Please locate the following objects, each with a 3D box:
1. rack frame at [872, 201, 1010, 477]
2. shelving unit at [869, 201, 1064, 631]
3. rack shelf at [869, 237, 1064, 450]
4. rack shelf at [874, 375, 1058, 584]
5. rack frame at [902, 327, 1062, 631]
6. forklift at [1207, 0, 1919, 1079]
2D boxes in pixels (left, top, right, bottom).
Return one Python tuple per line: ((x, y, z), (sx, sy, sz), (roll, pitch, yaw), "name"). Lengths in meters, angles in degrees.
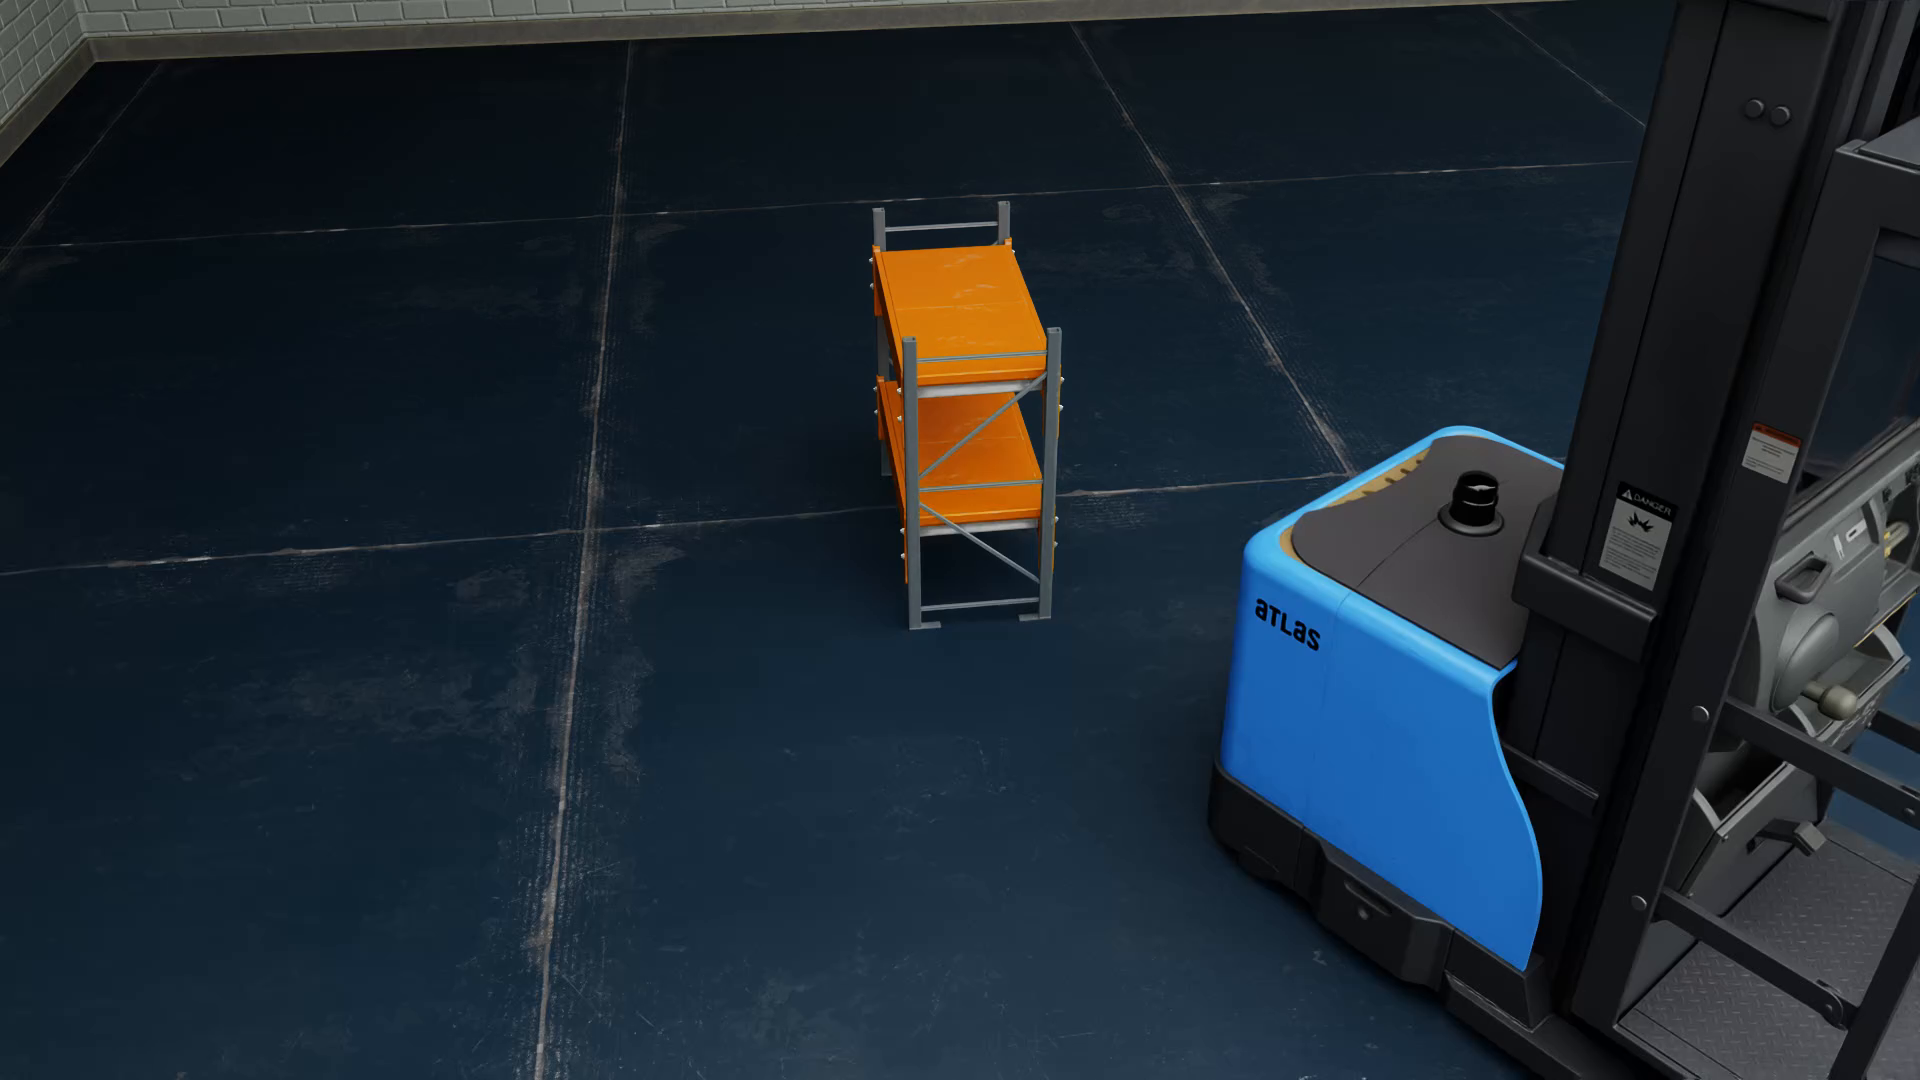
((-0.067, -0.745, 6.344), (0.500, 1.125, 0.032), (-4, 35, -6), "rack frame")
((0.001, -0.461, 5.928), (0.538, 1.125, 1.048), (-4, 35, -6), "shelving unit")
((0.001, -0.703, 5.763), (0.538, 0.278, 1.000), (-4, 35, -6), "rack shelf")
((0.001, -0.259, 6.065), (0.538, 0.278, 1.000), (-4, 35, -6), "rack shelf")
((0.069, -0.177, 5.511), (0.500, 1.125, 0.032), (-4, 35, -6), "rack frame")
((2.078, 0.120, 3.472), (1.130, 2.935, 3.031), (-26, 42, -33), "forklift")
